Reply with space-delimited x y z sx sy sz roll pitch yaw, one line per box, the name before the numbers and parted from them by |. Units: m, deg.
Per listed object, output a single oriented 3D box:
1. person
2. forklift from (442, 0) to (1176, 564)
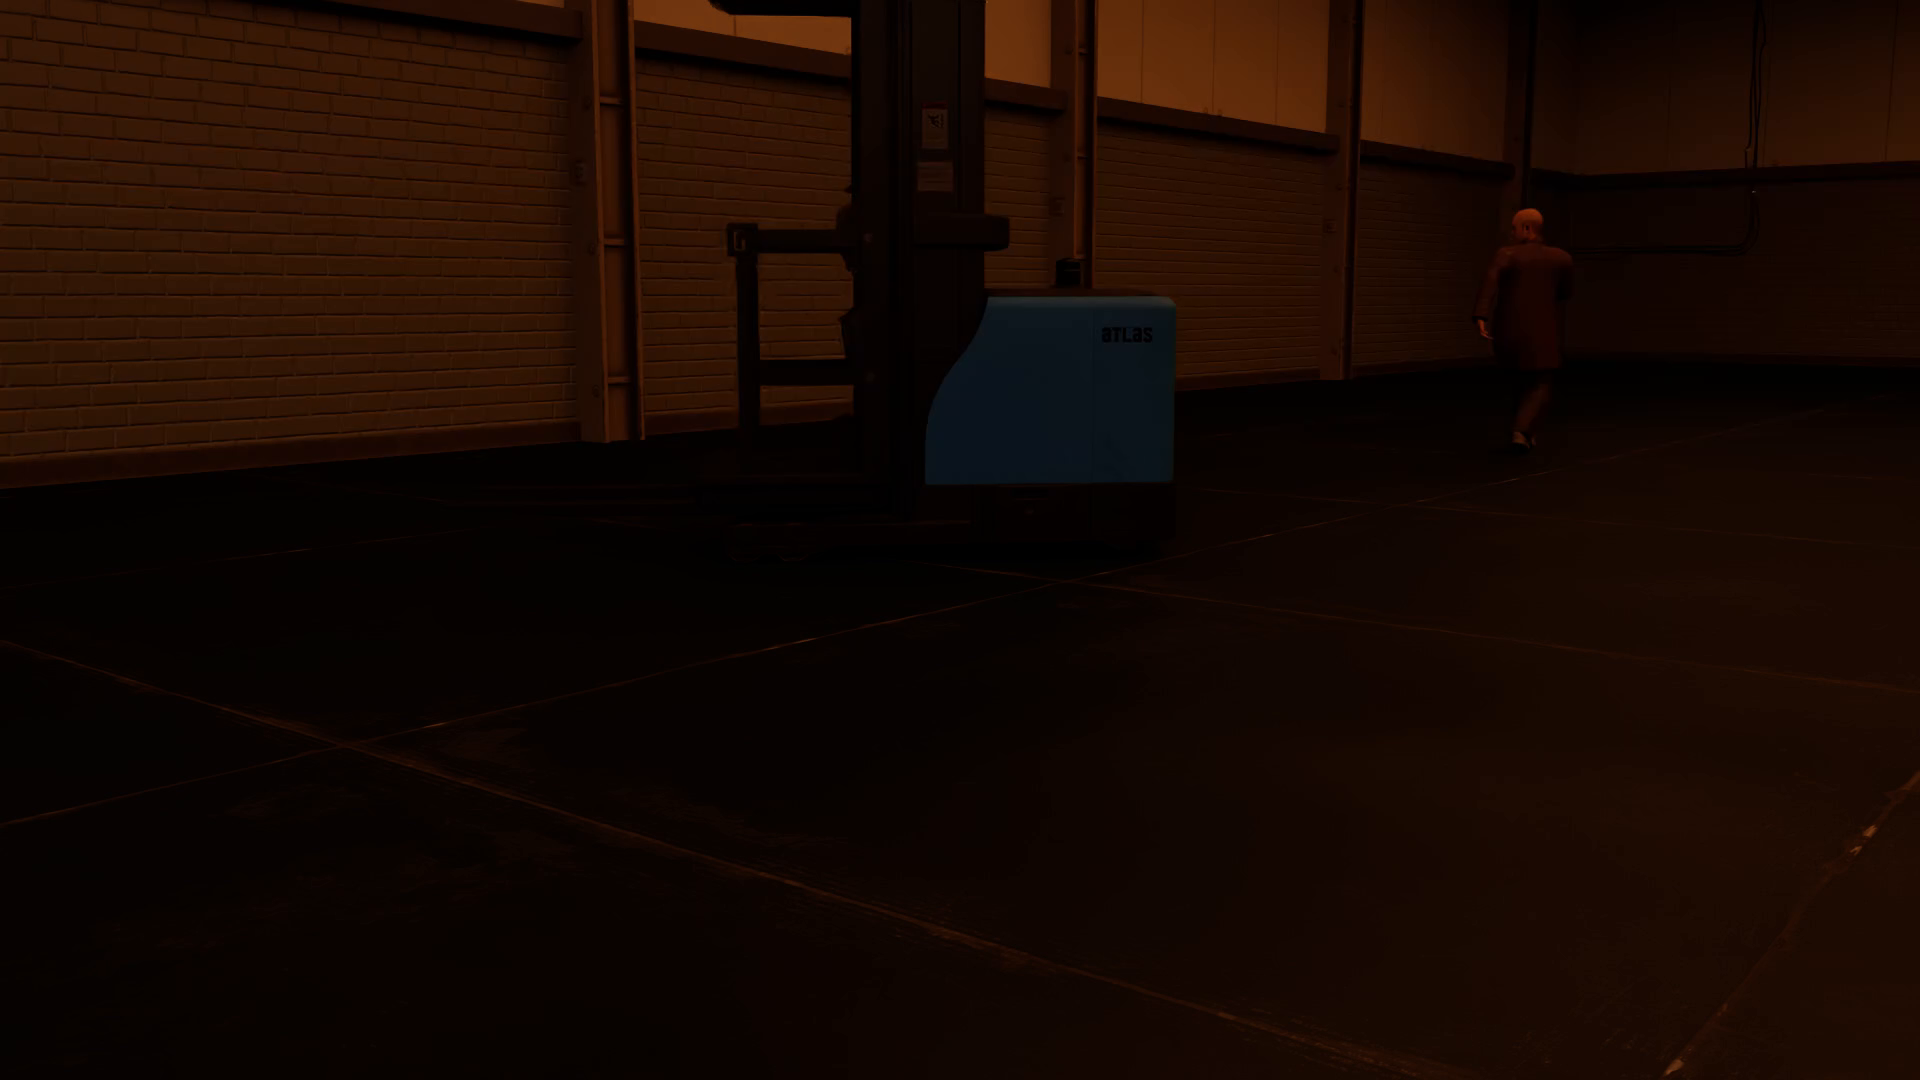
person | 3.948 -1.453 11.628 0.609 1.700 1.005 4 9 25
forklift | -0.643 -1.434 7.084 3.031 2.935 1.130 -1 8 -5
